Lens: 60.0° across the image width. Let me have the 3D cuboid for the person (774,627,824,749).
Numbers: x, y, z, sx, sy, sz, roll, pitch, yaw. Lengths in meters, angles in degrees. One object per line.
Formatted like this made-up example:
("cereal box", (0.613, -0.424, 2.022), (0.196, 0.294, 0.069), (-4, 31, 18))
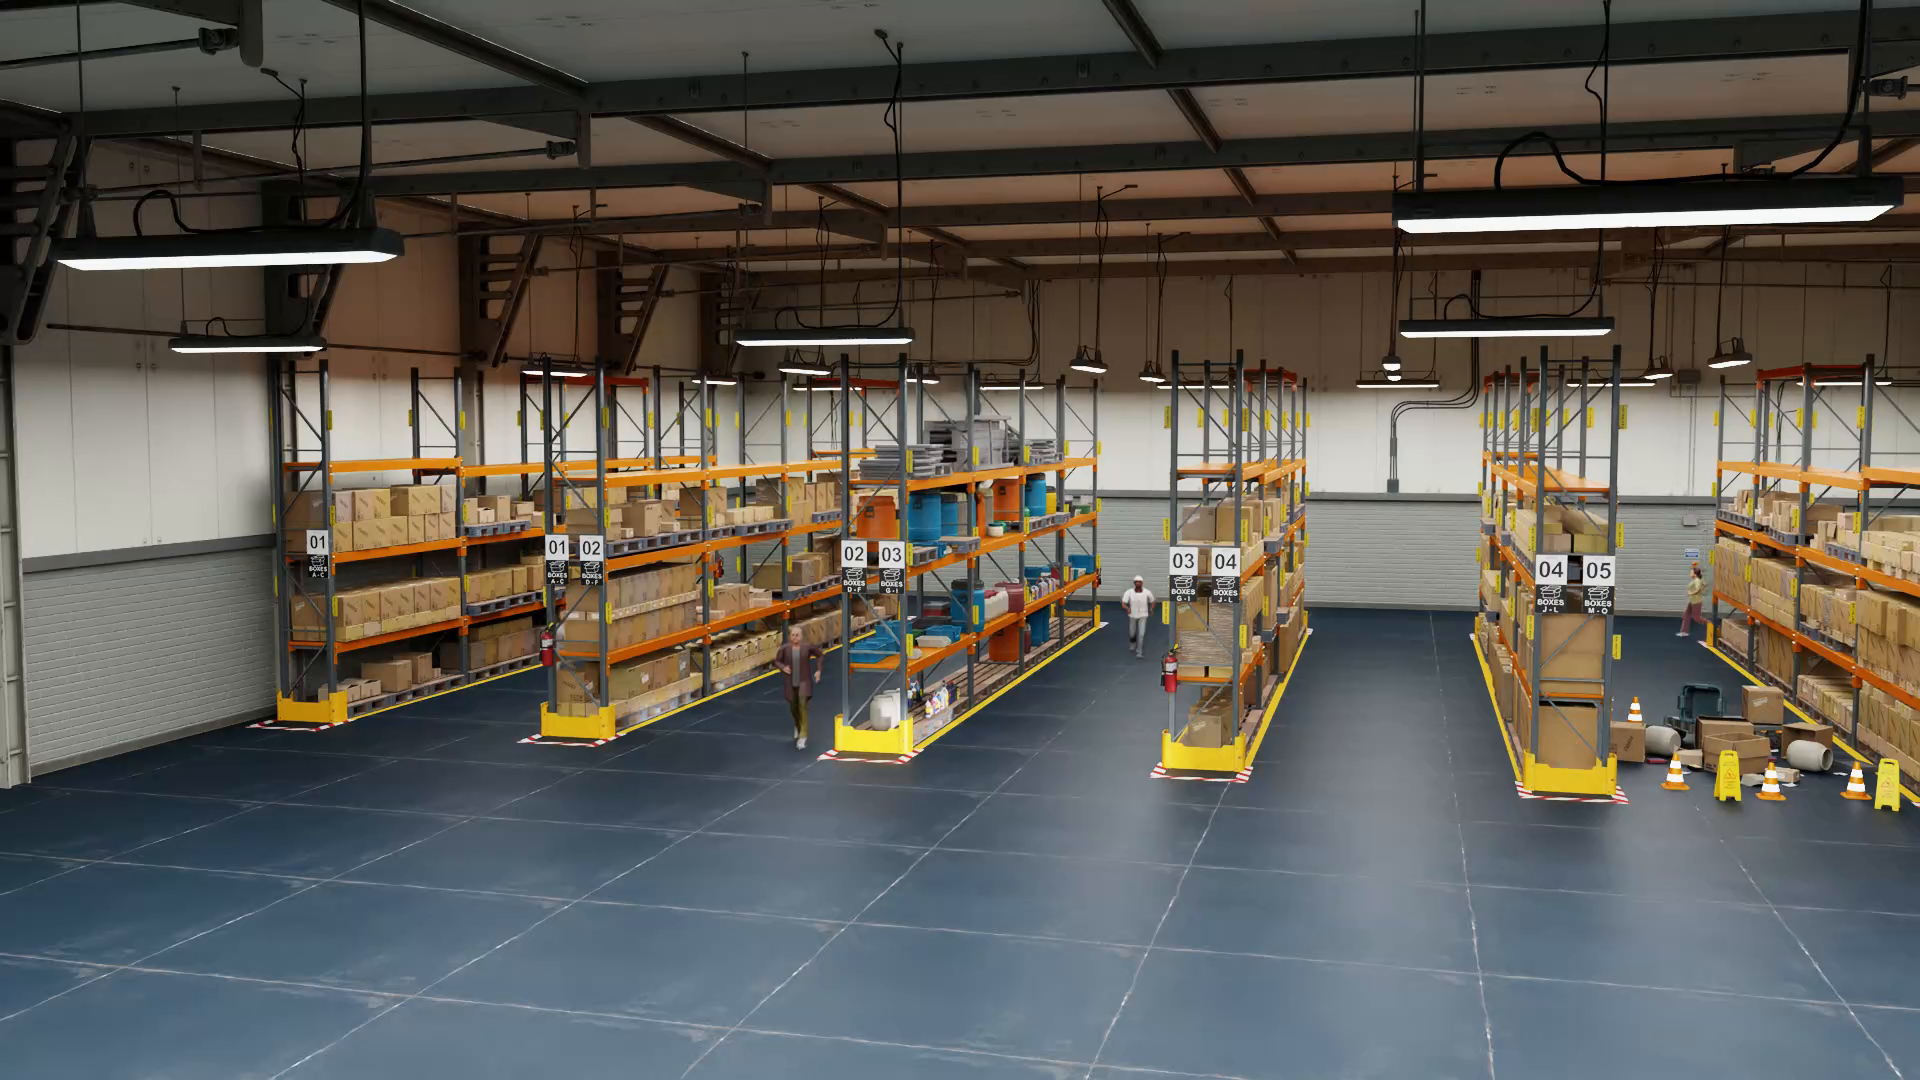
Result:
("person", (-2.497, 2.261, 25.764), (0.756, 1.836, 0.958), (1, 4, 9))

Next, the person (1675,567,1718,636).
("person", (16.910, 1.441, 38.144), (0.912, 1.643, 0.605), (2, 5, 26))

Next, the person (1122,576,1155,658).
("person", (3.775, 1.616, 35.149), (0.707, 1.723, 0.713), (0, 4, 4))

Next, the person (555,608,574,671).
("person", (-7.020, 2.053, 29.450), (0.536, 1.704, 0.717), (0, 4, 1))
